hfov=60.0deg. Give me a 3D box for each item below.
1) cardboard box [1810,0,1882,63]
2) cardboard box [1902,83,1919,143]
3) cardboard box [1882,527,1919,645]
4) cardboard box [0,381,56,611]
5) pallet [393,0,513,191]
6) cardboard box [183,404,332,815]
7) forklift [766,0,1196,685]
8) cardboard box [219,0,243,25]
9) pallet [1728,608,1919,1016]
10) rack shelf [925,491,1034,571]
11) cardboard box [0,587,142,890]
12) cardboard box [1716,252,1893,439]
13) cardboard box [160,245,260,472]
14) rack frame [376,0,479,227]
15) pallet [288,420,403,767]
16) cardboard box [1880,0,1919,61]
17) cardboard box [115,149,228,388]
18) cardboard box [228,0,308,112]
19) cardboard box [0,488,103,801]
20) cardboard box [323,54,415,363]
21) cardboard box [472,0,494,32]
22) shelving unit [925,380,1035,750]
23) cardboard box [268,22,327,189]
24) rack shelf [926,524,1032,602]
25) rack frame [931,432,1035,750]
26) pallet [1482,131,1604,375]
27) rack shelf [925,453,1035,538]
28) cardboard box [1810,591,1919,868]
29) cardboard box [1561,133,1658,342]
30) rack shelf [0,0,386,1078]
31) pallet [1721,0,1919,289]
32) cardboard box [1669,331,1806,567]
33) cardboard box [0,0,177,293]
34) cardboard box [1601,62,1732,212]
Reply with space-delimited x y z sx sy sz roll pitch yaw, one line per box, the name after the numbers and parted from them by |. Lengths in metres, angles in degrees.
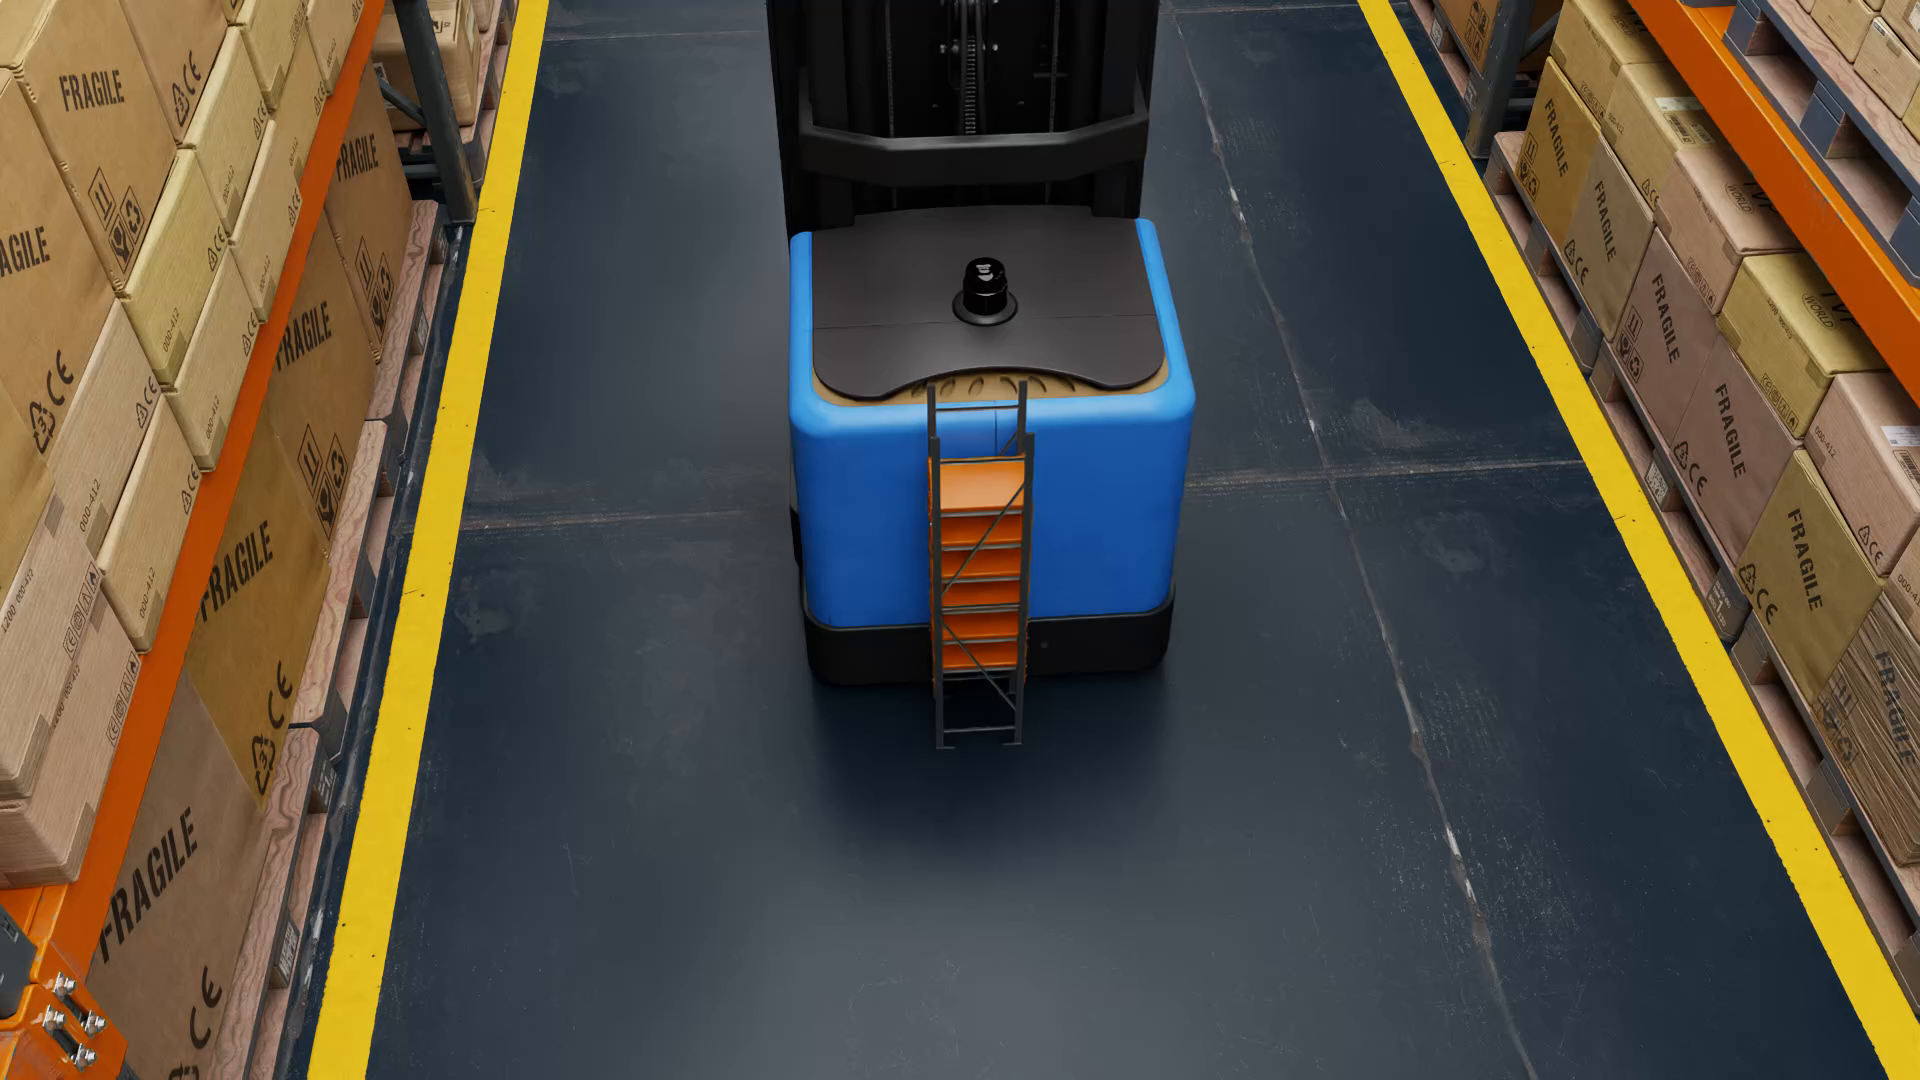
2.505 -1.395 4.389 0.380 0.149 0.250 -3 47 -3 | cardboard box
2.547 -1.014 4.028 0.380 0.149 0.250 -2 47 -2 | cardboard box
2.576 0.195 3.915 0.500 0.250 0.500 -5 47 -4 | cardboard box
-1.784 -0.079 2.501 0.500 0.500 0.500 -3 47 -3 | cardboard box
-2.433 -1.865 6.871 1.003 0.211 1.213 -3 47 -3 | pallet
-2.249 0.125 4.240 0.875 0.875 0.875 -2 47 -2 | cardboard box
-0.009 -1.661 4.804 1.130 2.935 3.031 -3 47 -3 | forklift
-1.979 -1.548 3.893 0.500 0.500 0.500 -3 47 -3 | cardboard box
2.823 0.657 4.482 1.003 0.211 1.213 -3 47 -3 | pallet
0.047 -0.029 4.182 0.258 0.103 0.180 -3 47 -3 | rack shelf
-1.808 0.353 2.953 0.500 0.250 0.500 -4 47 -4 | cardboard box
2.488 -0.559 4.629 0.500 0.250 0.500 -5 47 -5 | cardboard box
-1.880 -0.393 3.660 0.500 0.250 0.500 -4 47 -4 | cardboard box
-2.369 -2.259 5.323 1.000 3.000 0.127 -3 47 -3 | rack frame
-2.279 0.156 4.957 1.003 0.211 1.213 -3 47 -3 | pallet
2.531 -1.304 4.098 0.380 0.149 0.250 -2 47 -2 | cardboard box
-1.877 -0.563 3.476 0.500 0.250 0.500 -3 47 -3 | cardboard box
-1.965 -1.304 4.178 0.500 0.250 0.500 -5 47 -4 | cardboard box
-1.790 0.180 2.773 0.500 0.250 0.500 -5 47 -4 | cardboard box
-2.394 -1.168 5.464 0.875 0.875 0.875 -4 47 -4 | cardboard box
-2.476 -2.442 7.018 0.950 0.372 0.625 -4 47 -4 | cardboard box
0.047 0.105 4.324 0.258 1.200 0.189 -3 47 -3 | shelving unit
-1.983 -1.123 4.351 0.500 0.250 0.500 -4 47 -4 | cardboard box
0.047 0.053 4.269 0.258 0.103 0.180 -3 47 -3 | rack shelf
0.053 0.171 4.261 0.240 1.200 0.006 -3 47 -3 | rack frame
2.619 -1.108 6.154 1.003 0.211 1.213 -3 47 -3 | pallet
0.047 -0.112 4.095 0.258 0.103 0.180 -3 47 -3 | rack shelf
2.577 0.456 4.184 0.500 0.500 0.500 -4 47 -4 | cardboard box
2.406 -1.027 5.589 0.500 0.500 0.500 -3 47 -3 | cardboard box
-2.202 -0.564 4.214 1.077 0.370 4.000 -3 47 -3 | rack shelf
2.762 -1.137 4.393 1.003 0.211 1.213 -3 47 -3 | pallet
2.496 -0.286 4.887 0.500 0.500 0.500 -4 47 -4 | cardboard box
-1.894 -0.808 3.192 0.500 0.500 0.500 -5 47 -4 | cardboard box
2.414 -1.295 5.326 0.500 0.250 0.500 -4 47 -4 | cardboard box
